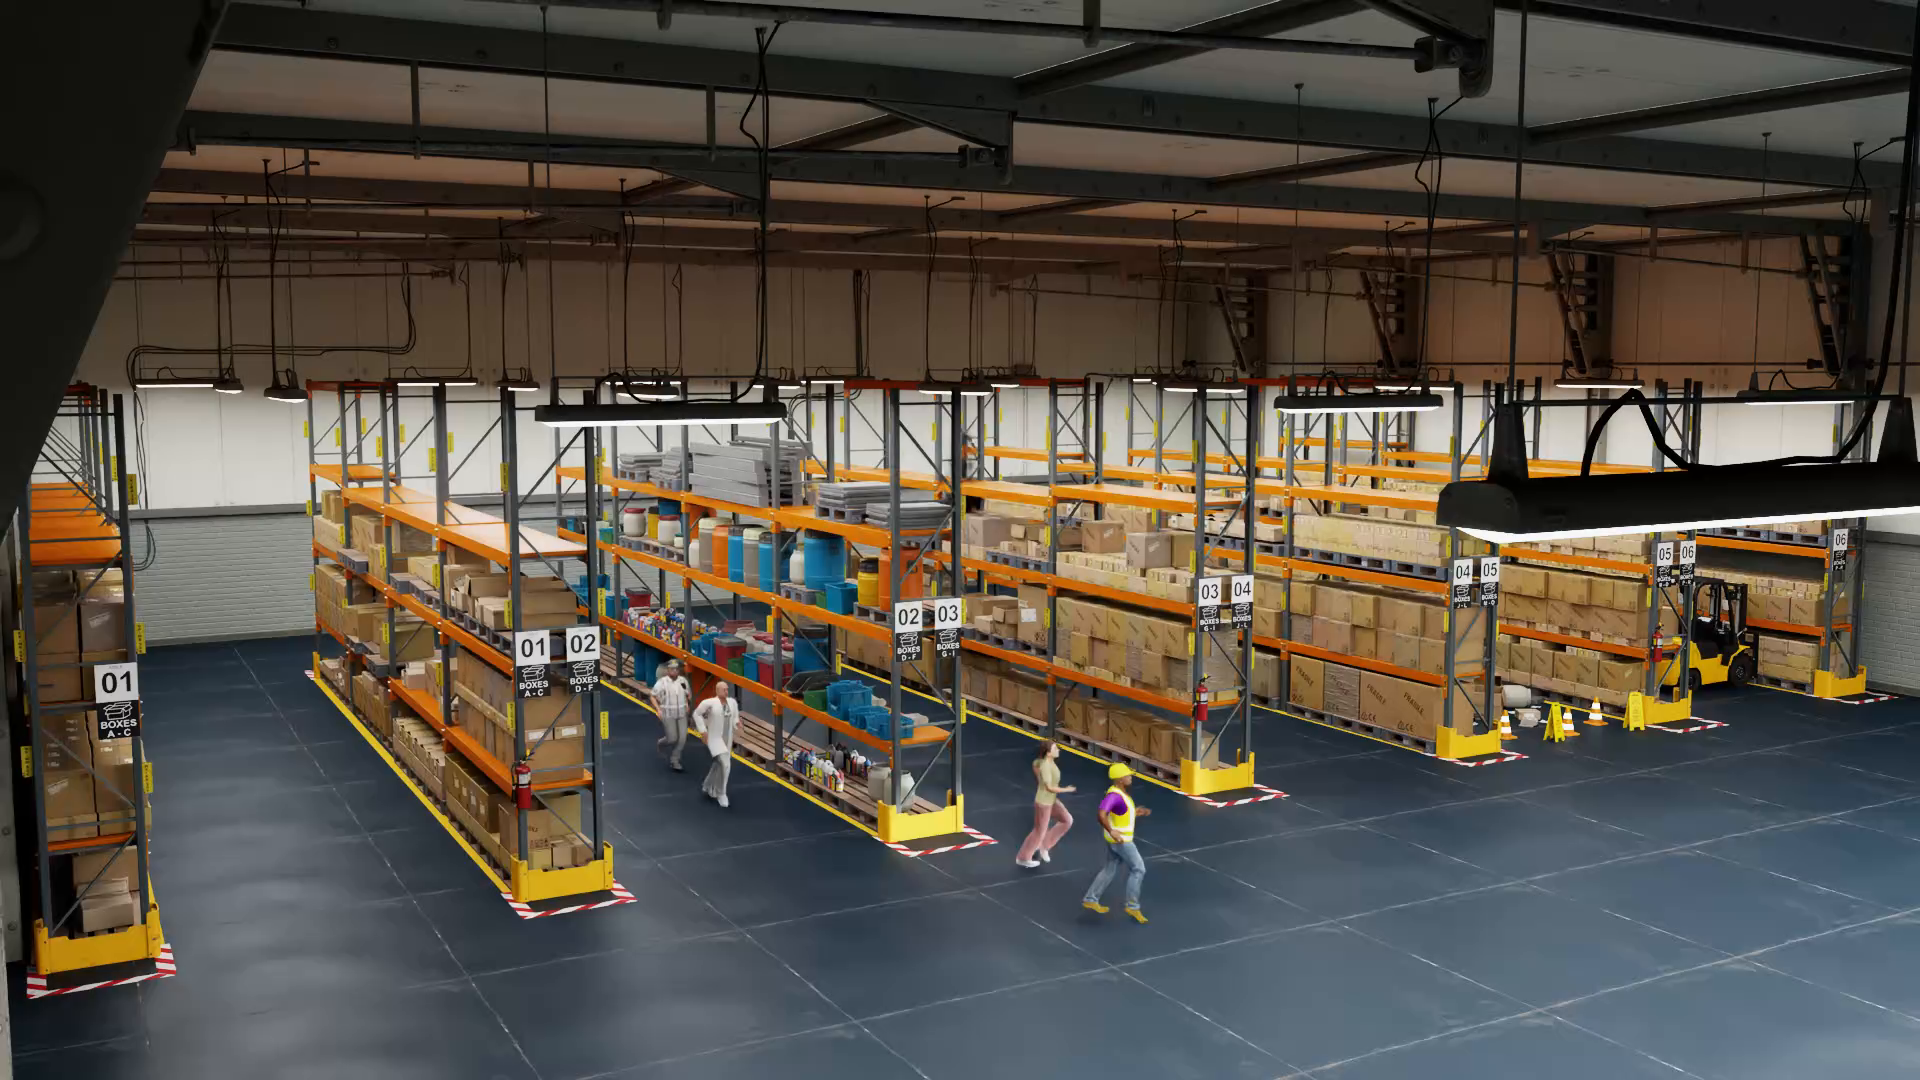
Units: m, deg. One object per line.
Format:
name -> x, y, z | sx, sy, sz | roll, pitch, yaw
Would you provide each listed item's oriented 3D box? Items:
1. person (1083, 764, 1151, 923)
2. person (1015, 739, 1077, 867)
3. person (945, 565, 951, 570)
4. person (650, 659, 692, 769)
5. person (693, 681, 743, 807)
person -> 1.799, 3.448, 18.934 | 0.787, 1.832, 0.673 | 0, 6, -3
person -> 1.089, 3.290, 20.861 | 0.769, 1.620, 0.595 | 1, 6, 10
person -> -0.387, 1.407, 38.818 | 0.657, 1.651, 0.649 | -2, 6, -19
person -> -4.470, 2.710, 25.964 | 0.664, 1.730, 0.601 | -4, 7, -33
person -> -3.457, 2.925, 23.945 | 0.909, 1.813, 0.613 | 5, 8, 42
